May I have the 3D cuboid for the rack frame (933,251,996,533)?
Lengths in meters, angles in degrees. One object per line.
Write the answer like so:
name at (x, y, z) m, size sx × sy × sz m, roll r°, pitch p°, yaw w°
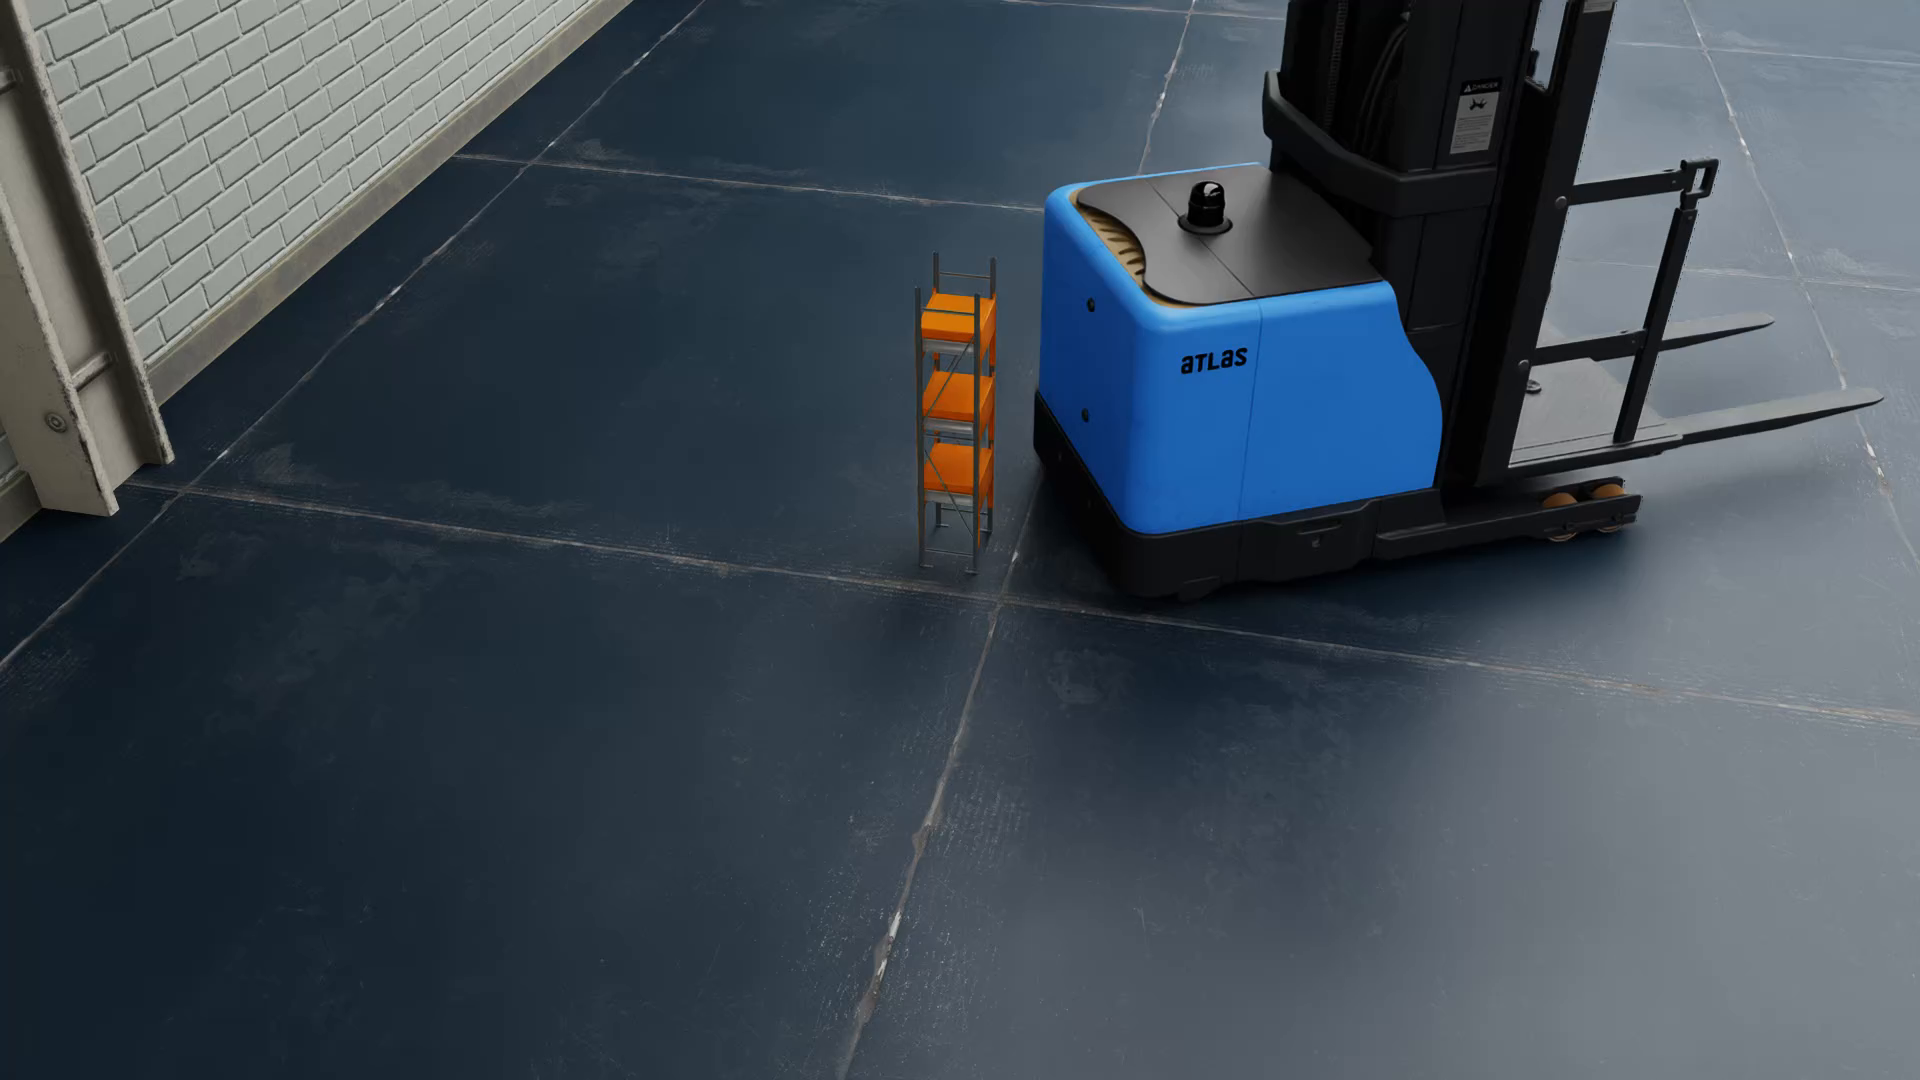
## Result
rack frame at (0.015, -0.464, 5.496) m, size 0.200 × 1.050 × 0.008 m, roll 7°, pitch 37°, yaw 10°

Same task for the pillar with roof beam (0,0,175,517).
pillar with roof beam at (1.101, -3.319, 2.662) m, size 9.100 × 9.000 × 0.400 m, roll 7°, pitch 37°, yaw 10°

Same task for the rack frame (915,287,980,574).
rack frame at (-0.037, -0.324, 5.303) m, size 0.200 × 1.050 × 0.008 m, roll 7°, pitch 37°, yaw 10°

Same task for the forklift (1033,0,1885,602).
forklift at (1.844, -1.470, 5.280) m, size 3.031 × 2.935 × 1.130 m, roll -10°, pitch 37°, yaw -13°

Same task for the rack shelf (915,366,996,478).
rack shelf at (-0.011, -0.386, 5.406) m, size 0.215 × 0.259 × 0.240 m, roll 7°, pitch 37°, yaw 10°

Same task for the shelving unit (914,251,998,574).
shelving unit at (-0.011, -0.394, 5.400) m, size 0.215 × 1.050 × 0.252 m, roll 7°, pitch 37°, yaw 10°

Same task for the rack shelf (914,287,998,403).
rack shelf at (-0.011, -0.616, 5.239) m, size 0.215 × 0.259 × 0.240 m, roll 7°, pitch 37°, yaw 10°

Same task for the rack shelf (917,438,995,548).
rack shelf at (-0.011, -0.161, 5.569) m, size 0.215 × 0.259 × 0.240 m, roll 7°, pitch 37°, yaw 10°
